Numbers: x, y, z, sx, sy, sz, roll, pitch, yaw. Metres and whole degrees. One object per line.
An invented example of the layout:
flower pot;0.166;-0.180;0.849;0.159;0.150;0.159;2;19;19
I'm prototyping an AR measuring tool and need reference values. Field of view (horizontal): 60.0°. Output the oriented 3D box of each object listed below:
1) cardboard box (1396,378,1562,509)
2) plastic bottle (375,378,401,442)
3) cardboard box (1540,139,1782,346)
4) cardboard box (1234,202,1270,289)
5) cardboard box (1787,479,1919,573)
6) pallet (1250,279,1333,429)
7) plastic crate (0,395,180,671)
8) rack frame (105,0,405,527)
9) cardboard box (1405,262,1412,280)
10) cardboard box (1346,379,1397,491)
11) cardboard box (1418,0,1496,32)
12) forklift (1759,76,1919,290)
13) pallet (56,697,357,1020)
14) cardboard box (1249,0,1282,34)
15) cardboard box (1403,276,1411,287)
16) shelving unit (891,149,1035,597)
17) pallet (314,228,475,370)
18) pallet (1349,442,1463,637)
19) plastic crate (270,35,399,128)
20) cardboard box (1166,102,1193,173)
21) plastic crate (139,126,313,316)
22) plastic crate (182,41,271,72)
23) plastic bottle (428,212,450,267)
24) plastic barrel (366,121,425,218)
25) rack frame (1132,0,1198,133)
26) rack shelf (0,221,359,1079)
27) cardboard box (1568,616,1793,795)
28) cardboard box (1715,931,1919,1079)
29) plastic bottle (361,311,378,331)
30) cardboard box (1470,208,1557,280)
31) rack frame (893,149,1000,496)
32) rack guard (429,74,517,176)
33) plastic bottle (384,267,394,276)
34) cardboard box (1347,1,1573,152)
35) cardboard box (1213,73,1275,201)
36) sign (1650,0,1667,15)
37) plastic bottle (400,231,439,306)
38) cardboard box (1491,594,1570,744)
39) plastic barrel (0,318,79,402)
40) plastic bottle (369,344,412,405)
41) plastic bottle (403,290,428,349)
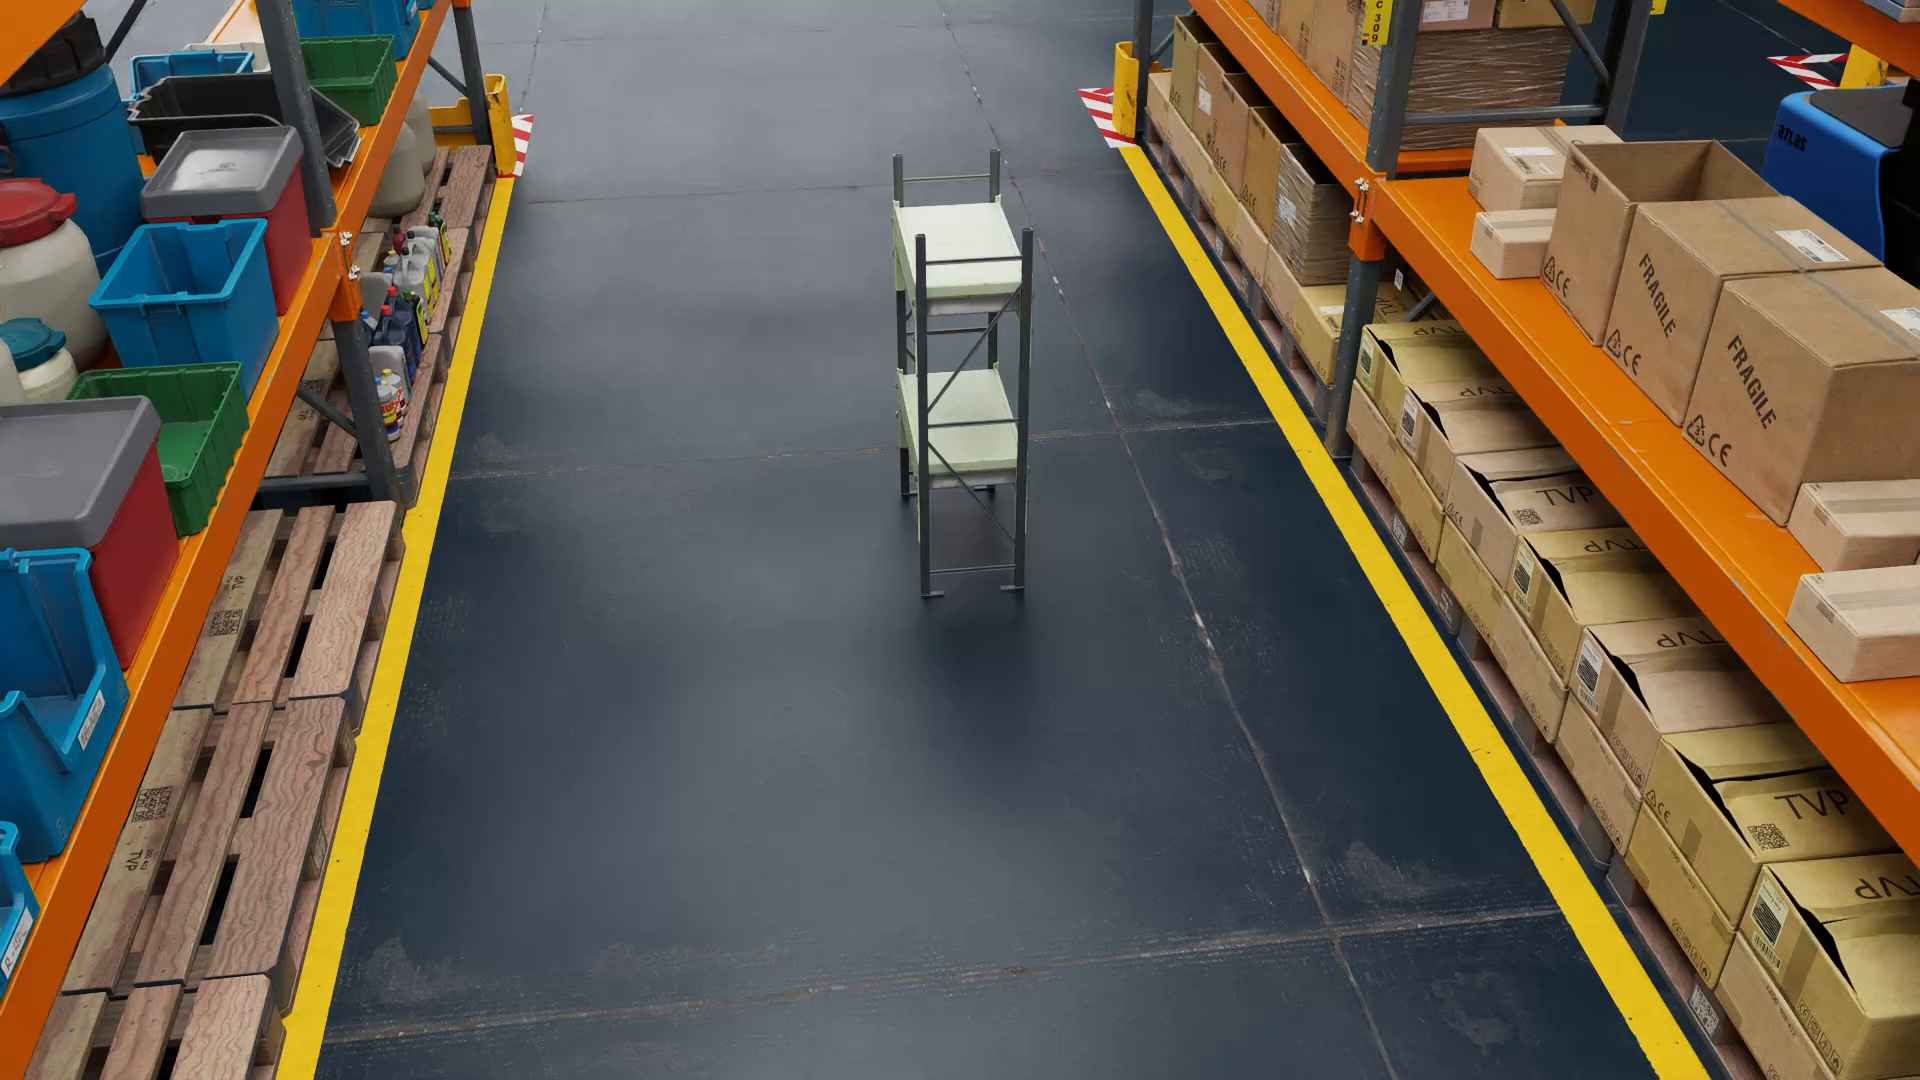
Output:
cardboard box;1.983;-0.397;6.240;0.500;0.311;0.500;-5;35;-7
plastic bottle;-2.405;-0.550;6.925;0.097;0.271;0.097;0;34;0
cardboard box;2.271;-0.975;5.429;0.500;0.500;0.500;-2;34;-3
cardboard box;1.694;-1.495;8.349;0.500;0.250;0.500;-4;35;-6
cardboard box;2.423;-0.029;4.352;0.380;0.149;0.250;-2;34;-3
pallet;2.047;-0.952;7.960;1.003;0.211;1.213;-4;35;-6
plastic crate;-2.172;-0.004;4.035;0.402;0.464;0.583;-4;35;-6
rack frame;-2.796;-1.285;5.971;1.000;3.000;0.127;-4;35;-6
cardboard box;2.285;-1.566;7.787;0.500;0.500;0.500;-4;35;-6
cardboard box;1.921;-0.451;6.817;0.500;0.250;0.500;-5;35;-8
cardboard box;1.864;-2.103;6.507;0.380;0.149;0.250;-4;35;-6
forklift;4.715;-1.714;6.663;1.130;2.935;3.031;-6;35;-9
pallet;-2.485;0.985;5.117;1.003;0.211;1.213;-4;35;-6
cardboard box;1.836;-2.806;8.115;0.700;0.500;0.500;-3;34;-5
cardboard box;2.288;-1.256;7.998;0.500;0.250;0.500;-4;35;-6
shelving unit;-0.001;-0.623;6.333;0.431;1.500;0.755;-4;35;-6
pallet;-3.013;-1.193;8.312;1.003;0.211;1.213;-4;35;-6
pallet;2.250;-0.097;6.705;1.003;0.211;1.213;-4;35;-6
plastic crate;-2.699;-1.976;7.174;0.450;0.188;0.662;-4;35;-6
cardboard box;1.497;-2.332;9.577;0.500;0.250;0.500;-4;35;-6
plastic crate;-2.428;-1.064;5.591;0.402;0.464;0.583;-4;35;-6
plastic crate;-3.266;-2.063;7.347;0.530;0.136;0.437;-4;35;-6
plastic bottle;-2.619;-1.521;8.339;0.061;0.283;0.133;-4;34;-5
plastic barrel;-3.103;-2.021;8.888;0.421;0.512;0.421;0;34;0
rack frame;1.575;-3.890;9.794;1.000;3.000;0.127;-4;35;-6
rack shelf;-2.527;0.129;4.536;1.077;0.370;4.000;-4;35;-6
cardboard box;2.195;0.460;4.982;0.500;0.311;0.500;-5;35;-7
cardboard box;2.338;1.262;4.303;0.500;0.250;0.500;-4;34;-5
plastic bottle;-2.633;-0.893;7.428;0.097;0.271;0.097;0;34;0
cardboard box;2.029;-1.044;5.841;0.380;0.149;0.250;-4;35;-6
rack frame;-0.050;-0.828;6.633;0.400;1.500;0.023;-4;35;-6
rack guard;-3.277;-2.445;9.894;1.175;0.500;0.348;-4;35;-6
plastic bottle;-2.715;-1.205;7.948;0.097;0.201;0.097;0;34;0
cardboard box;2.047;-1.946;6.853;0.700;0.500;0.500;-5;35;-8
cardboard box;1.625;-2.084;8.547;0.500;0.500;0.500;-4;35;-6
sign;2.649;-2.150;6.283;0.100;0.325;0.005;-4;35;-6
plastic bottle;-2.601;-1.300;7.956;0.144;0.351;0.185;-3;34;-4
cardboard box;2.129;0.407;5.558;0.500;0.250;0.500;-4;34;-5
plastic barrel;-2.770;-0.477;4.910;0.301;0.262;0.301;0;34;0
plastic bottle;-2.475;-0.730;7.186;0.152;0.276;0.135;-3;34;-5
plastic bottle;-2.500;-1.026;7.614;0.061;0.283;0.133;-3;34;-4
